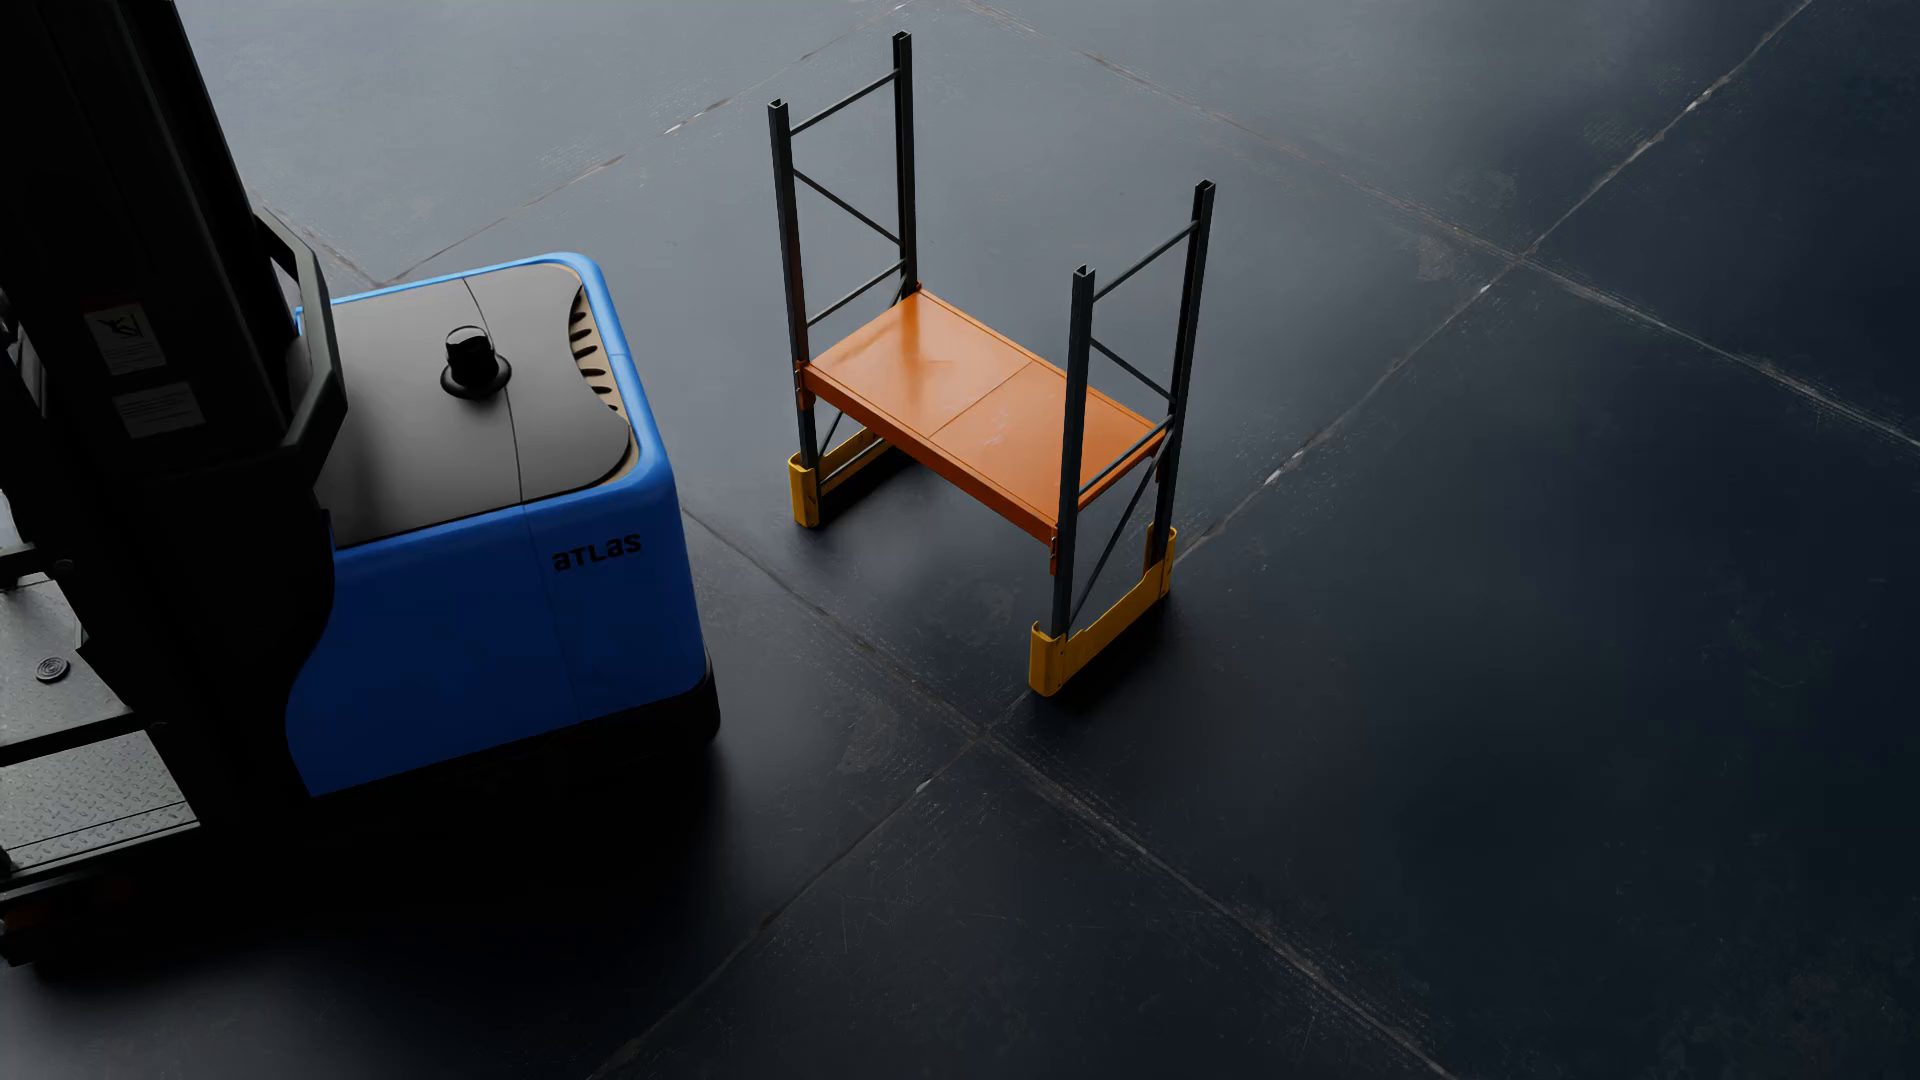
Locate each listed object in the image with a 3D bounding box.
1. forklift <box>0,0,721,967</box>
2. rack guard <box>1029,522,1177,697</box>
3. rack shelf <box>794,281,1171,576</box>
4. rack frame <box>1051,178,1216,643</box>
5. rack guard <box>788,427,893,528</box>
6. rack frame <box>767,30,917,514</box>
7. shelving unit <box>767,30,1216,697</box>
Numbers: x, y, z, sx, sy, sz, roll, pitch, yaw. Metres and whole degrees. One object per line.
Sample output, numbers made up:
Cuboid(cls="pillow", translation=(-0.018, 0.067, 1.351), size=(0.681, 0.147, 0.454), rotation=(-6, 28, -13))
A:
Cuboid(cls="forklift", translation=(-2.244, -0.372, 3.588), size=(3.031, 2.935, 1.130), rotation=(-15, 49, -14))
Cuboid(cls="rack guard", translation=(0.422, 0.198, 4.892), size=(0.087, 0.250, 0.587), rotation=(34, 55, 28))
Cuboid(cls="rack shelf", translation=(0.063, -0.348, 4.795), size=(1.000, 0.185, 0.538), rotation=(34, 55, 28))
Cuboid(cls="rack frame", translation=(0.436, -0.220, 4.428), size=(0.032, 1.500, 0.500), rotation=(34, 55, 28))
Cuboid(cls="rack guard", translation=(-0.310, -0.294, 5.355), size=(0.087, 0.250, 0.587), rotation=(34, 55, 28))
Cuboid(cls="rack frame", translation=(-0.311, -0.723, 4.900), size=(0.032, 1.500, 0.500), rotation=(34, 55, 28))
Cuboid(cls="shelving unit", translation=(0.056, -0.476, 4.668), size=(1.083, 1.500, 0.587), rotation=(34, 55, 28))
